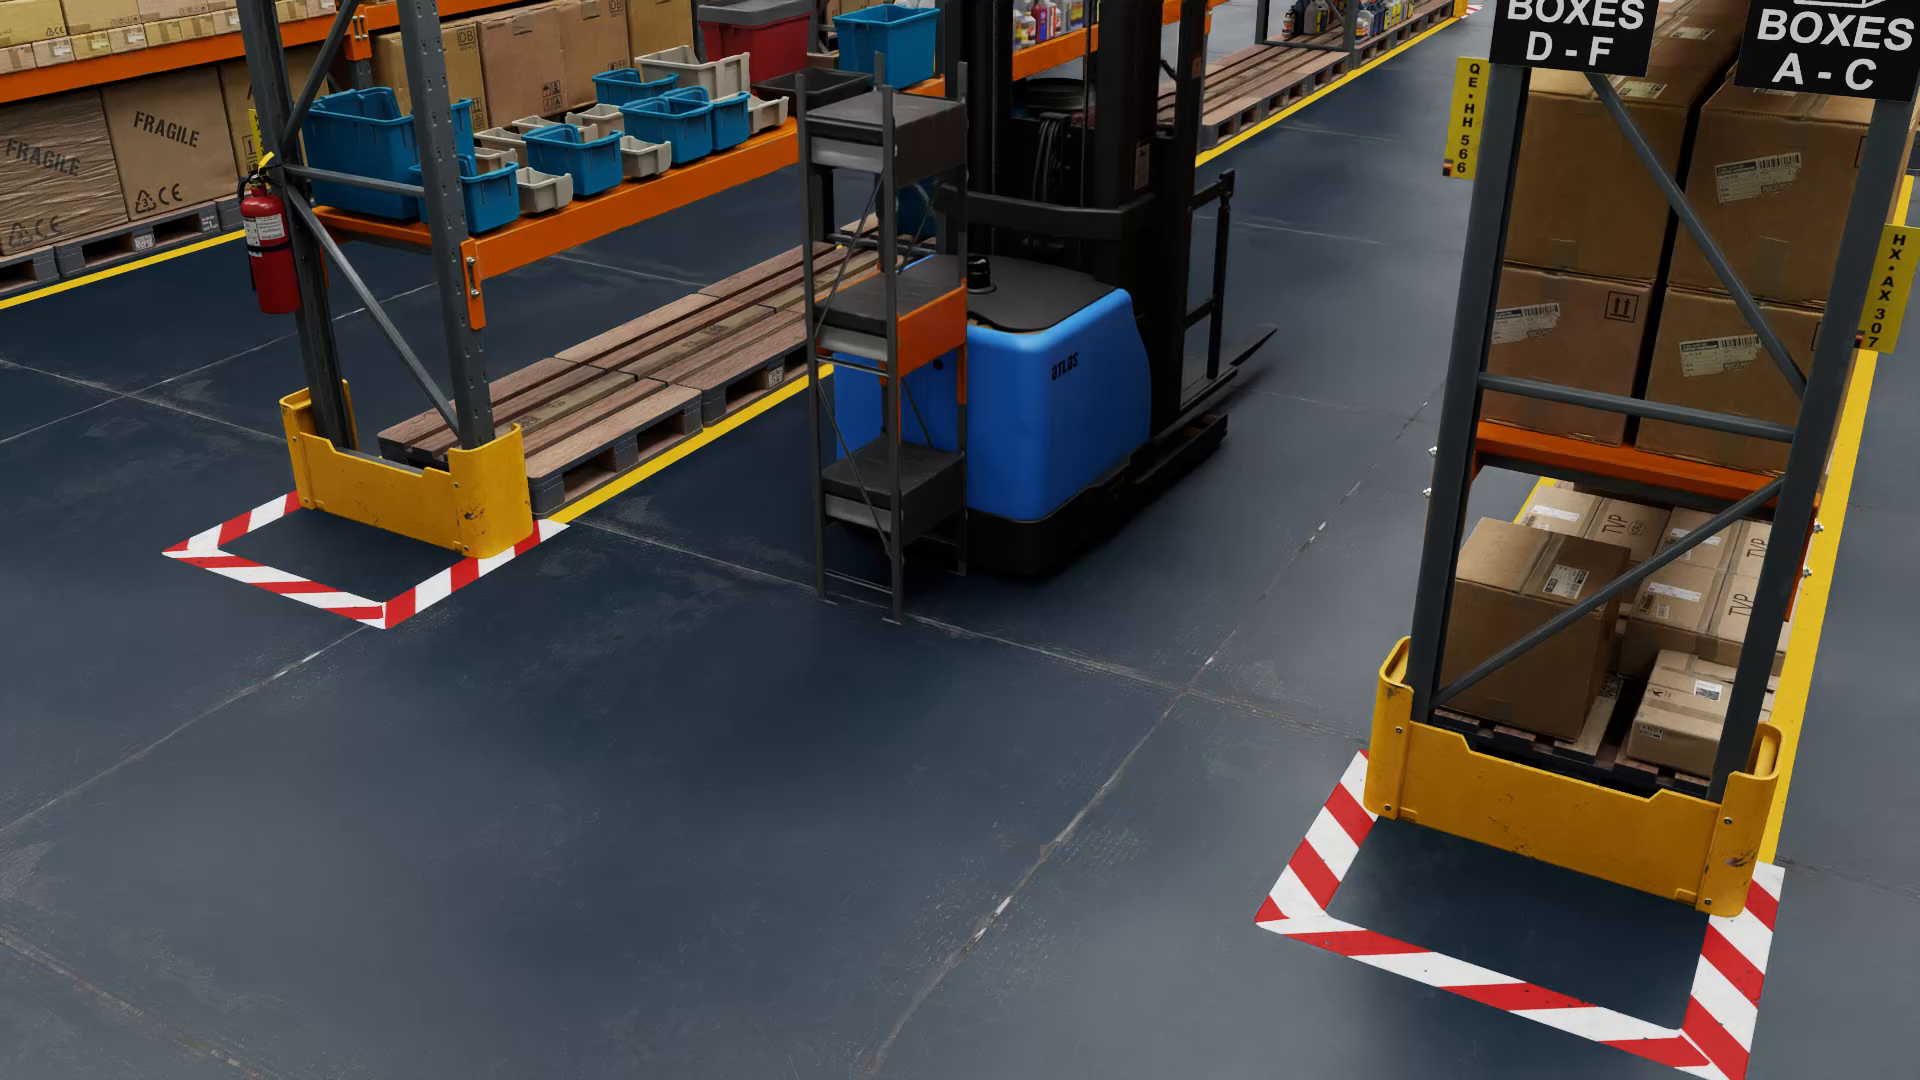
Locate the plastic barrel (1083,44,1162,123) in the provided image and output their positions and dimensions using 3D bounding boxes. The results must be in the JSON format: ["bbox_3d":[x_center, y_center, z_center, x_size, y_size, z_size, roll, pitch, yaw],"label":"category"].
[{"bbox_3d":[1.265,-3.597,13.040,0.600,0.830,0.708,14,30,26],"label":"plastic barrel"}]

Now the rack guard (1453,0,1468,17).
[{"bbox_3d":[5.430,-6.534,19.744,1.175,0.500,0.348,14,30,26],"label":"rack guard"}]

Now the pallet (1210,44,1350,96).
[{"bbox_3d":[3.106,-4.571,16.146,1.003,0.211,1.213,14,30,26],"label":"pallet"}]

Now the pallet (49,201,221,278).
[{"bbox_3d":[-5.830,-2.102,11.214,1.003,0.211,1.213,14,30,26],"label":"pallet"}]

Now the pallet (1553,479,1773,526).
[{"bbox_3d":[2.896,0.069,6.877,1.003,0.211,1.213,14,30,26],"label":"pallet"}]

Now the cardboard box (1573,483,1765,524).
[{"bbox_3d":[2.914,-0.270,6.736,0.797,0.503,0.637,14,30,26],"label":"cardboard box"}]

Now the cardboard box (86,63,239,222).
[{"bbox_3d":[-5.626,-2.753,11.303,0.875,0.875,0.875,14,30,26],"label":"cardboard box"}]

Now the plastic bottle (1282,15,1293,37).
[{"bbox_3d":[3.366,-5.288,17.098,0.097,0.201,0.097,0,27,0],"label":"plastic bottle"}]

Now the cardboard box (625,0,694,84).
[{"bbox_3d":[-3.179,-4.638,15.069,1.225,0.875,0.875,13,29,24],"label":"cardboard box"}]

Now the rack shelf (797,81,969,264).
[{"bbox_3d":[-0.274,-1.351,6.071,0.431,0.518,0.480,15,30,28],"label":"rack shelf"}]

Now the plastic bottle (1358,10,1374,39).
[{"bbox_3d":[4.133,-5.271,16.981,0.152,0.276,0.135,15,30,28],"label":"plastic bottle"}]

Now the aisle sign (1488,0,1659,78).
[{"bbox_3d":[1.566,-1.567,4.126,0.394,0.787,0.004,14,30,26],"label":"aisle sign"}]

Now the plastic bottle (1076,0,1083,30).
[{"bbox_3d":[0.781,-3.582,11.199,0.097,0.271,0.097,0,27,0],"label":"plastic bottle"}]

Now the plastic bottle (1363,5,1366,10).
[{"bbox_3d":[4.184,-5.416,17.275,0.097,0.271,0.097,0,27,0],"label":"plastic bottle"}]

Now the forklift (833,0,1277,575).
[{"bbox_3d":[0.656,-1.786,7.543,1.130,2.935,3.031,15,30,28],"label":"forklift"}]

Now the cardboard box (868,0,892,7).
[{"bbox_3d":[-1.174,-6.068,18.322,0.700,0.500,0.500,12,29,22],"label":"cardboard box"}]

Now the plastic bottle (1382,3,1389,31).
[{"bbox_3d":[4.428,-5.467,17.363,0.061,0.283,0.133,16,31,28],"label":"plastic bottle"}]

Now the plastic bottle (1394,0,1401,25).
[{"bbox_3d":[4.611,-5.680,17.713,0.144,0.351,0.185,16,31,28],"label":"plastic bottle"}]

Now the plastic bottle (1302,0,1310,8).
[{"bbox_3d":[3.619,-5.534,17.422,0.144,0.351,0.185,13,29,24],"label":"plastic bottle"}]

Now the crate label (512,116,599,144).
[{"bbox_3d":[-1.930,-1.946,8.015,0.396,0.136,0.243,14,30,26],"label":"crate label"}]

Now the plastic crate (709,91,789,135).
[{"bbox_3d":[-1.071,-2.179,8.480,0.293,0.136,0.466,14,30,26],"label":"plastic crate"}]

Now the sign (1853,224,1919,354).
[{"bbox_3d":[2.339,-0.632,4.194,0.100,0.325,0.005,14,30,26],"label":"sign"}]

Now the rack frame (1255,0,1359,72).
[{"bbox_3d":[3.459,-6.133,16.150,1.000,3.000,0.127,14,30,26],"label":"rack frame"}]

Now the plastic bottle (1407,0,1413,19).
[{"bbox_3d":[4.863,-5.812,18.052,0.061,0.283,0.133,15,30,27],"label":"plastic bottle"}]

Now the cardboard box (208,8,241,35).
[{"bbox_3d":[-5.033,-3.502,11.175,0.380,0.149,0.250,15,30,27],"label":"cardboard box"}]

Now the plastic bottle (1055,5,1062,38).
[{"bbox_3d":[0.619,-3.423,10.958,0.097,0.201,0.097,0,27,0],"label":"plastic bottle"}]

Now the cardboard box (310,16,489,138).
[{"bbox_3d":[-4.491,-3.597,12.990,1.225,0.875,0.875,14,30,26],"label":"cardboard box"}]

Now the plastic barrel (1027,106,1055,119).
[{"bbox_3d":[0.510,-2.775,11.753,0.421,0.512,0.421,0,27,0],"label":"plastic barrel"}]

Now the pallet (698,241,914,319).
[{"bbox_3d":[-0.804,-1.473,9.957,1.003,0.211,1.213,14,30,26],"label":"pallet"}]

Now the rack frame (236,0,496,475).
[{"bbox_3d":[-2.444,-1.456,6.808,1.000,3.000,0.127,14,30,26],"label":"rack frame"}]

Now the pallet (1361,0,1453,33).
[{"bbox_3d":[5.026,-6.089,19.179,1.003,0.211,1.213,14,30,26],"label":"pallet"}]

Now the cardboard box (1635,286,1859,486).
[{"bbox_3d":[2.314,-0.524,4.833,0.500,0.500,0.500,15,30,27],"label":"cardboard box"}]

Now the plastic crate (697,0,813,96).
[{"bbox_3d":[-1.134,-2.778,9.310,0.402,0.464,0.583,14,30,26],"label":"plastic crate"}]

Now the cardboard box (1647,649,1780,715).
[{"bbox_3d":[2.495,0.521,5.531,0.380,0.166,0.250,14,30,26],"label":"cardboard box"}]

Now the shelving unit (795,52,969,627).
[{"bbox_3d":[-0.274,-0.738,6.378,0.431,2.100,0.503,15,30,28],"label":"shelving unit"}]

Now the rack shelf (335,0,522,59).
[{"bbox_3d":[-3.805,-4.564,13.819,1.077,0.370,4.000,14,30,26],"label":"rack shelf"}]

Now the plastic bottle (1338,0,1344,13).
[{"bbox_3d":[4.213,-5.959,18.437,0.097,0.201,0.097,0,27,0],"label":"plastic bottle"}]

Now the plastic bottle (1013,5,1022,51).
[{"bbox_3d":[0.344,-3.236,10.507,0.097,0.271,0.097,0,27,0],"label":"plastic bottle"}]

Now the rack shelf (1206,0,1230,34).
[{"bbox_3d":[2.475,-5.032,14.754,1.077,0.370,4.000,14,30,26],"label":"rack shelf"}]

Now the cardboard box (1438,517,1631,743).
[{"bbox_3d":[1.919,0.291,5.619,0.500,0.500,0.500,14,30,26],"label":"cardboard box"}]

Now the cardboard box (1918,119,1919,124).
[{"bbox_3d":[4.262,-2.291,7.894,0.700,0.500,0.500,4,27,9],"label":"cardboard box"}]

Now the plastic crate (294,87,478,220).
[{"bbox_3d":[-2.442,-1.670,7.130,0.616,0.435,0.499,14,30,26],"label":"plastic crate"}]

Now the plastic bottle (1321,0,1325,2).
[{"bbox_3d":[3.862,-5.689,17.815,0.152,0.276,0.135,15,30,27],"label":"plastic bottle"}]

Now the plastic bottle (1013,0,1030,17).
[{"bbox_3d":[0.406,-3.450,10.930,0.152,0.276,0.135,14,30,26],"label":"plastic bottle"}]

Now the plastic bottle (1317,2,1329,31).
[{"bbox_3d":[3.761,-5.478,17.394,0.152,0.276,0.135,14,30,26],"label":"plastic bottle"}]

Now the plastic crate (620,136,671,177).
[{"bbox_3d":[-1.473,-1.760,7.642,0.250,0.136,0.298,14,30,26],"label":"plastic crate"}]

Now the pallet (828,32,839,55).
[{"bbox_3d":[-1.834,-5.196,17.393,1.003,0.211,1.213,14,30,26],"label":"pallet"}]

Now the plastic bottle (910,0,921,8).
[{"bbox_3d":[-0.309,-3.423,10.793,0.144,0.351,0.185,14,30,26],"label":"plastic bottle"}]

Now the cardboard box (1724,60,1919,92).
[{"bbox_3d":[2.565,-1.176,5.020,0.500,0.500,0.500,15,30,27],"label":"cardboard box"}]

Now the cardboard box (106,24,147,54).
[{"bbox_3d":[-5.412,-3.203,10.577,0.380,0.149,0.250,15,30,27],"label":"cardboard box"}]

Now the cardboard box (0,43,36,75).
[{"bbox_3d":[-5.791,-2.901,9.975,0.380,0.149,0.250,14,30,25],"label":"cardboard box"}]

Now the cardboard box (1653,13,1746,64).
[{"bbox_3d":[2.345,-1.490,5.647,0.500,0.500,0.500,15,30,27],"label":"cardboard box"}]

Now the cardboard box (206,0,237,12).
[{"bbox_3d":[-5.030,-3.740,11.205,0.500,0.250,0.500,15,30,28],"label":"cardboard box"}]

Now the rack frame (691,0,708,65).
[{"bbox_3d":[-2.821,-5.665,15.215,1.000,3.000,0.127,14,30,26],"label":"rack frame"}]

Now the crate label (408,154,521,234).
[{"bbox_3d":[-2.036,-1.432,6.879,0.416,0.233,0.303,14,30,26],"label":"crate label"}]

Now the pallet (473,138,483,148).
[{"bbox_3d":[-4.475,-3.176,13.359,1.003,0.211,1.213,14,30,26],"label":"pallet"}]

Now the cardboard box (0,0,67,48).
[{"bbox_3d":[-5.785,-3.140,10.006,0.500,0.250,0.500,13,29,24],"label":"cardboard box"}]

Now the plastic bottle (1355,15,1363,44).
[{"bbox_3d":[3.997,-5.137,16.718,0.097,0.271,0.097,0,27,0],"label":"plastic bottle"}]
